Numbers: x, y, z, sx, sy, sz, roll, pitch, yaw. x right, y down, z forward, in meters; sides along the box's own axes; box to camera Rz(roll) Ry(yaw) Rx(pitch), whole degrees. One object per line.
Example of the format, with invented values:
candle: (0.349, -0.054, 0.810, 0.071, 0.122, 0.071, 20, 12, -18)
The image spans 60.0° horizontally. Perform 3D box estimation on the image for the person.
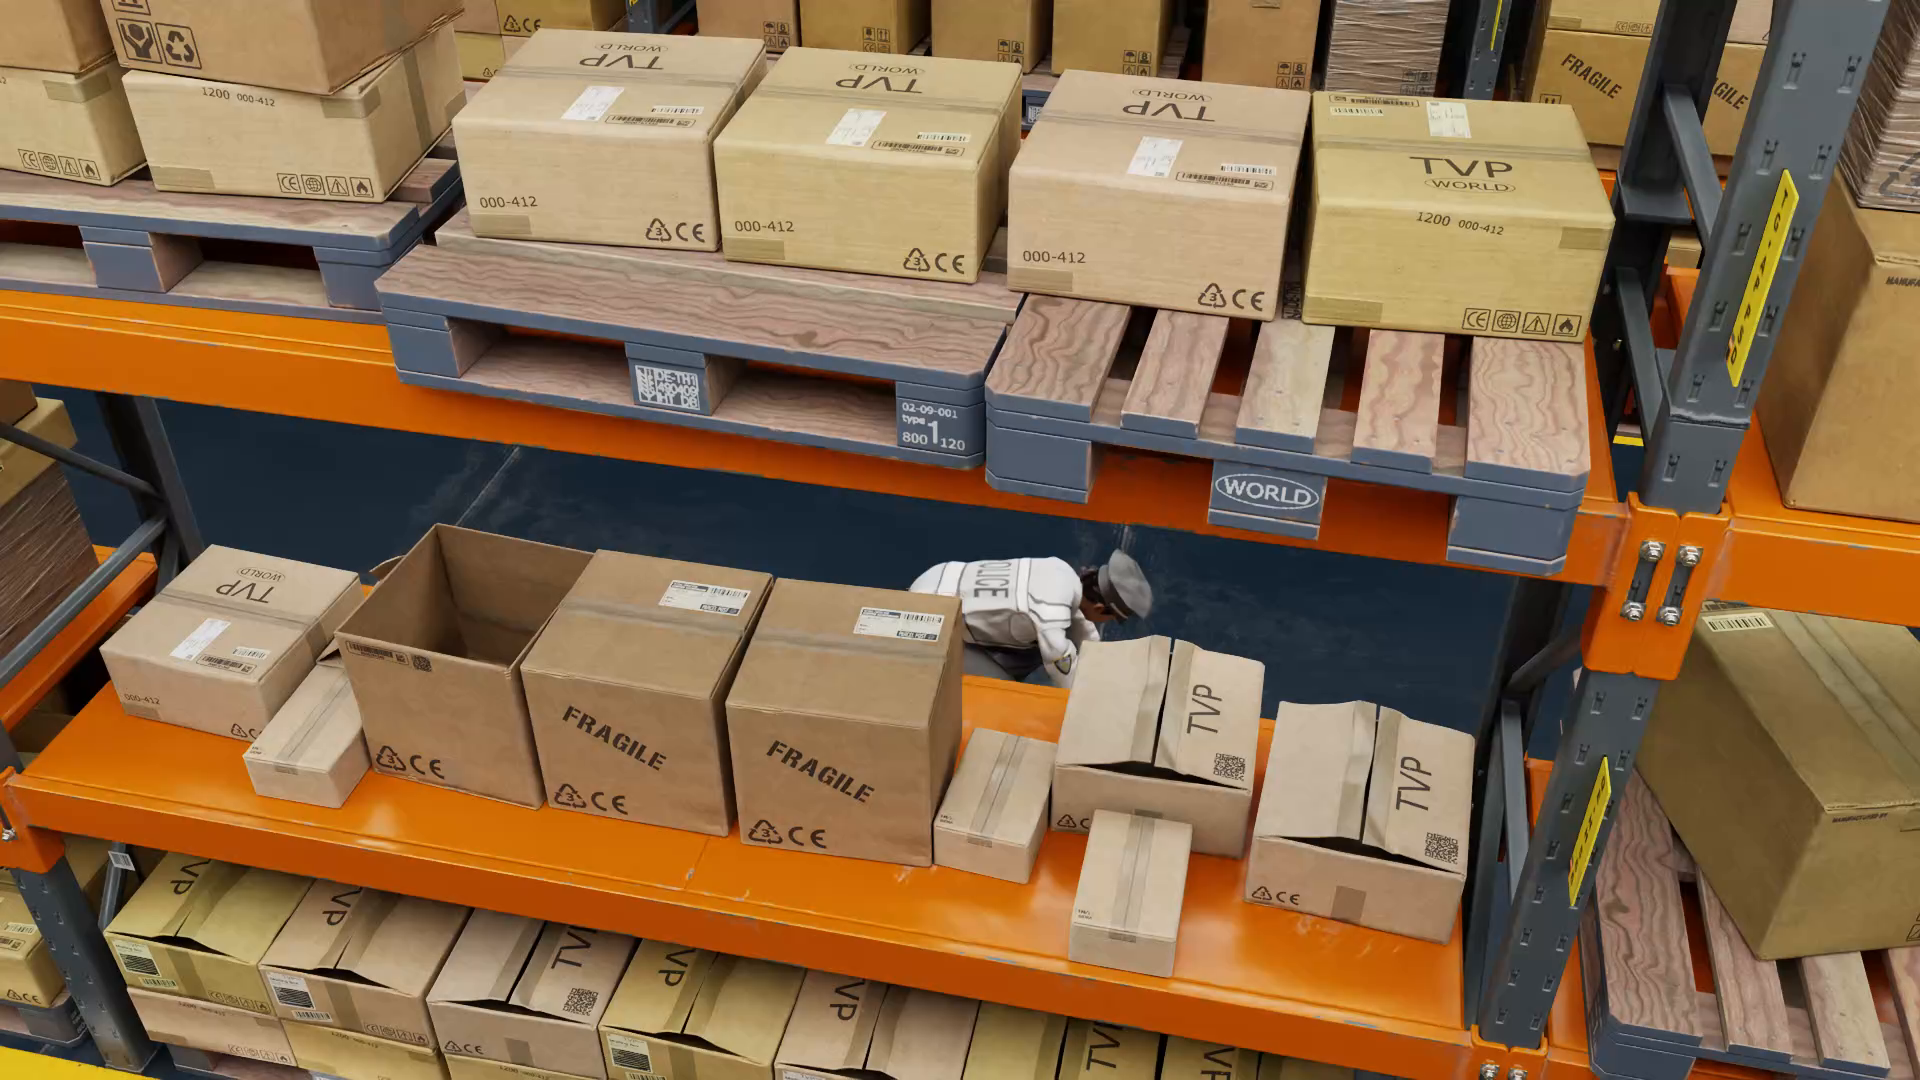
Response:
person: (0.239, 0.439, 6.139, 0.912, 0.977, 0.470, 6, 37, 8)
